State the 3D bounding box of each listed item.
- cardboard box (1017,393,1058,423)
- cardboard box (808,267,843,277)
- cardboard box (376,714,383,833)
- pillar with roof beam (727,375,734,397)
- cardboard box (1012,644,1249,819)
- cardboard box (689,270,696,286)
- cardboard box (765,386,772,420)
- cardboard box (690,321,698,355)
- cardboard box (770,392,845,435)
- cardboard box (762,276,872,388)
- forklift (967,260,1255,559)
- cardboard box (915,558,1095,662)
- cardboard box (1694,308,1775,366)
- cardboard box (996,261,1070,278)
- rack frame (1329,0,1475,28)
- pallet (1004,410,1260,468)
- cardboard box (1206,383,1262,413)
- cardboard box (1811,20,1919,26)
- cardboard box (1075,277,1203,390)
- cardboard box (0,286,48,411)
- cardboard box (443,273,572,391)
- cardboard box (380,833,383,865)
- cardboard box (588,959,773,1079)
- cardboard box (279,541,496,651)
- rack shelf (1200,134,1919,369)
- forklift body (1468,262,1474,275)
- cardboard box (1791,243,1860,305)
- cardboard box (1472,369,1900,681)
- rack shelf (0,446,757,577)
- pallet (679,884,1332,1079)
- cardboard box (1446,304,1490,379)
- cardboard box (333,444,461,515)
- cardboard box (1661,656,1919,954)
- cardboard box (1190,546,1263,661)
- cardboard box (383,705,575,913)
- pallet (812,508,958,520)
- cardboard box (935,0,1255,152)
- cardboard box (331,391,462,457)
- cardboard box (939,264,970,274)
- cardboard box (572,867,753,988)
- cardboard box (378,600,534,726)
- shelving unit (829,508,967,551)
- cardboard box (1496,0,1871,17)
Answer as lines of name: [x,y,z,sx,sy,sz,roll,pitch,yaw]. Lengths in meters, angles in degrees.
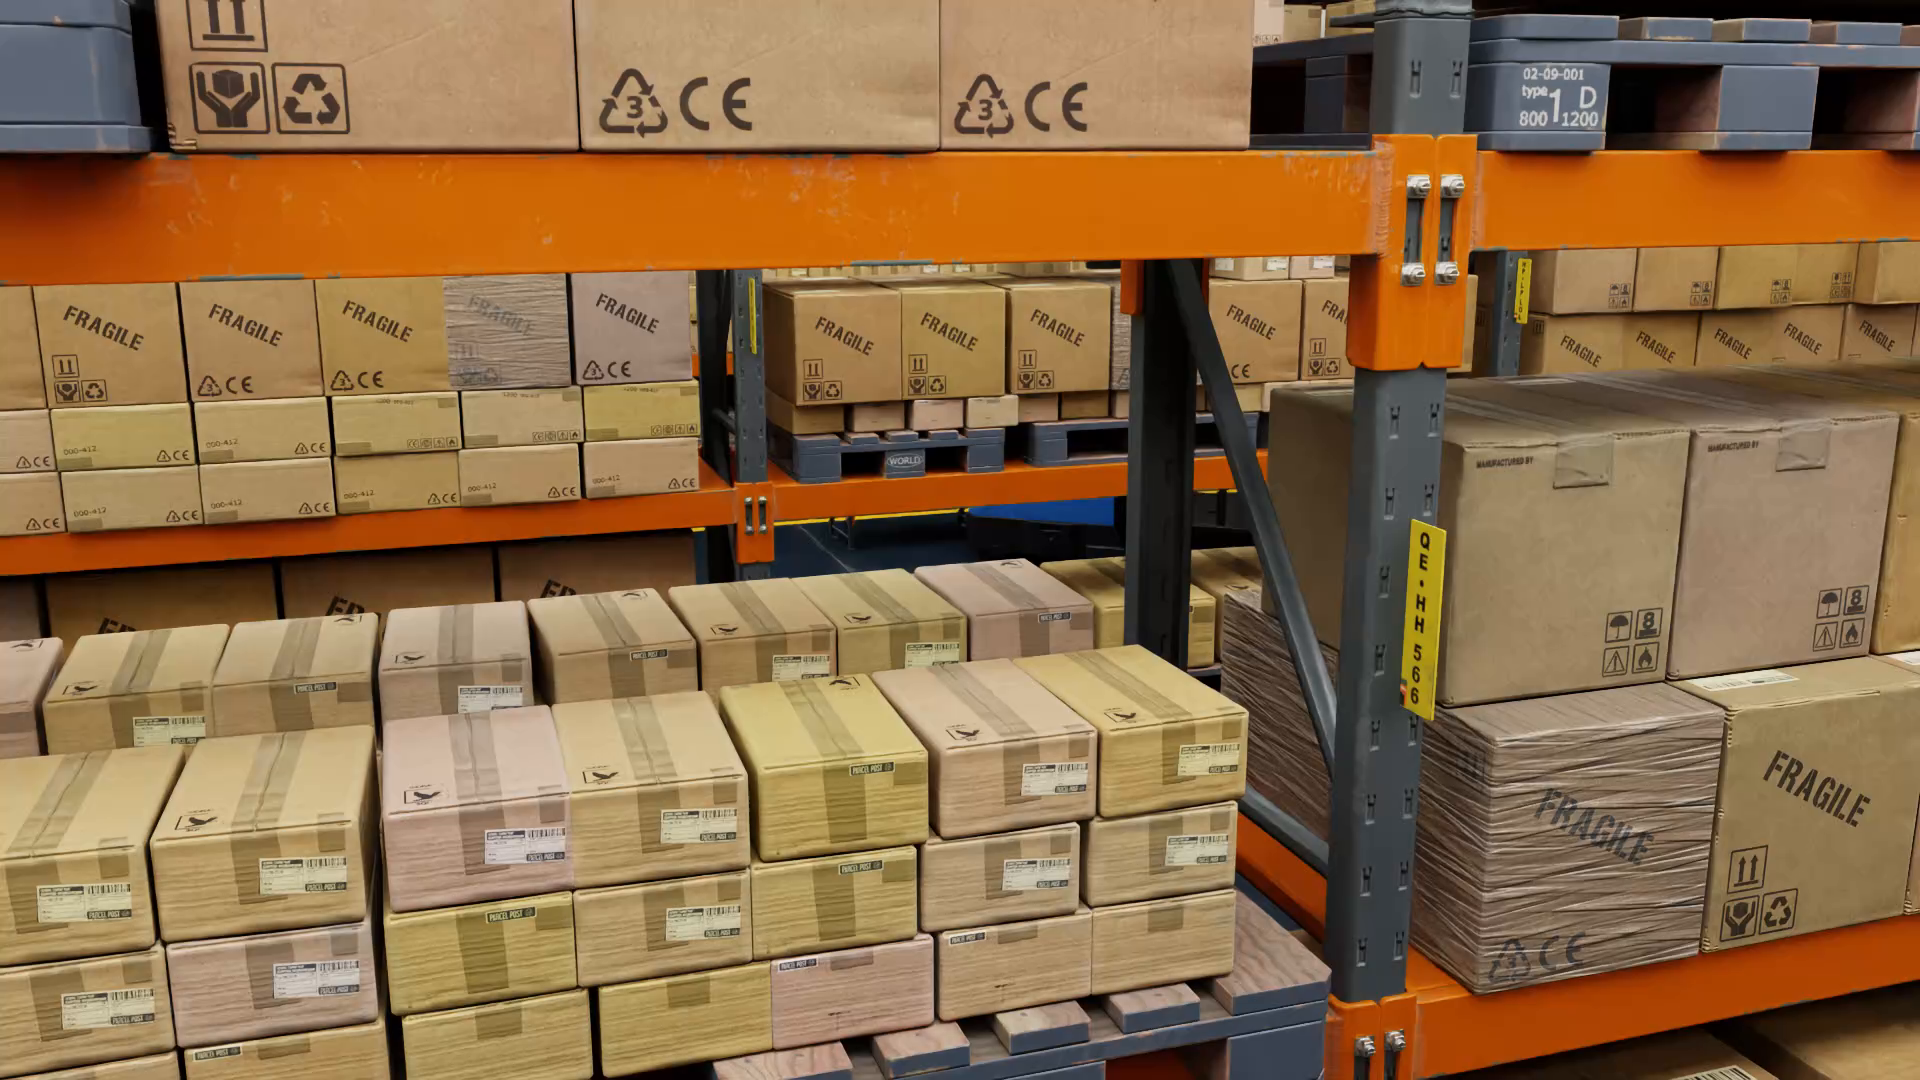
cardboard box: [0.303,-0.678,8.148,0.250,0.149,0.380,-4,14,-15]
cardboard box: [-1.059,-2.048,12.652,0.250,0.149,0.380,-4,14,-17]
cardboard box: [-1.156,0.400,2.973,0.250,0.149,0.380,-5,14,-19]
pillar with roof beam: [-0.354,-3.895,9.073,0.400,9.000,9.100,-4,14,-18]
cardboard box: [0.268,0.305,2.730,0.250,0.149,0.380,-5,14,-20]
cardboard box: [-2.026,-1.970,12.326,0.250,0.149,0.380,-4,14,-17]
cardboard box: [-0.853,-0.697,8.225,0.250,0.149,0.380,-4,14,-16]
cardboard box: [-2.176,-1.533,12.431,0.500,0.250,0.500,-4,14,-18]
cardboard box: [-0.721,-0.604,7.835,0.250,0.149,0.380,-5,14,-21]
cardboard box: [-0.746,-1.031,8.228,0.500,0.500,0.500,-5,14,-20]
forklift: [1.626,-1.300,11.272,3.031,2.935,1.130,4,14,18]
cardboard box: [0.082,0.160,3.338,0.250,0.149,0.380,-4,14,-18]
cardboard box: [4.157,-1.075,9.321,0.500,0.500,0.500,-5,14,-19]
cardboard box: [0.372,-1.435,8.524,0.250,0.149,0.380,-5,14,-21]
rack frame: [0.586,-2.379,2.699,0.127,3.000,1.000,-4,14,-18]
pallet: [0.775,-0.600,8.600,1.213,0.211,1.003,-4,14,-18]
cardboard box: [1.332,-0.745,8.430,0.250,0.149,0.380,-4,14,-18]
cardboard box: [2.145,-1.411,3.771,0.500,0.500,0.500,-4,14,-18]
cardboard box: [0.881,-1.035,8.244,0.500,0.500,0.500,-5,14,-20]
cardboard box: [-3.897,-0.792,6.612,0.500,0.500,0.500,-5,14,-18]
cardboard box: [-1.978,-0.939,7.230,0.500,0.500,0.500,-4,14,-17]
cardboard box: [-1.158,0.544,3.007,0.250,0.149,0.380,-4,14,-17]
cardboard box: [-0.452,0.649,2.567,0.250,0.149,0.380,-5,14,-19]
cardboard box: [-2.616,0.388,7.712,0.875,0.875,0.875,-4,14,-17]
rack shelf: [2.482,-0.717,3.749,4.000,0.370,1.077,-4,14,-18]
forklift body: [3.692,-1.265,12.811,1.214,2.155,2.313,-4,14,-18]
cardboard box: [4.630,-1.621,9.456,0.500,0.500,0.700,-5,14,-18]
cardboard box: [1.494,-0.064,3.554,0.500,0.500,0.700,-5,14,-19]
rack shelf: [-2.984,-0.041,7.388,4.000,0.370,1.077,-4,14,-18]
pallet: [-0.055,0.709,3.096,1.003,0.211,1.213,-4,14,-18]
cardboard box: [3.045,-1.115,9.488,0.500,0.500,0.500,-5,14,-20]
cardboard box: [-2.446,-0.297,7.232,0.500,0.250,0.500,-5,14,-19]
cardboard box: [1.579,0.479,3.432,0.500,0.500,0.500,-5,14,-19]
cardboard box: [1.526,0.333,9.031,0.625,0.372,0.950,-4,14,-15]
cardboard box: [-0.701,0.379,2.417,0.250,0.149,0.380,-4,14,-18]
pallet: [-0.728,-0.412,13.418,1.213,0.211,1.003,-4,14,-18]
cardboard box: [0.126,-0.871,2.623,0.500,0.500,0.500,-4,14,-18]
cardboard box: [-2.430,-0.537,7.160,0.500,0.250,0.500,-5,14,-20]
cardboard box: [-0.100,-2.129,12.993,0.250,0.149,0.380,-5,14,-19]
cardboard box: [-0.475,0.507,2.520,0.250,0.149,0.380,-4,14,-18]
cardboard box: [-0.908,0.237,3.014,0.250,0.149,0.380,-4,14,-15]
shelving unit: [-0.387,-0.570,12.107,1.048,1.125,0.538,-5,14,-21]
cardboard box: [1.342,-1.135,3.018,0.500,0.311,0.500,-4,14,-18]
